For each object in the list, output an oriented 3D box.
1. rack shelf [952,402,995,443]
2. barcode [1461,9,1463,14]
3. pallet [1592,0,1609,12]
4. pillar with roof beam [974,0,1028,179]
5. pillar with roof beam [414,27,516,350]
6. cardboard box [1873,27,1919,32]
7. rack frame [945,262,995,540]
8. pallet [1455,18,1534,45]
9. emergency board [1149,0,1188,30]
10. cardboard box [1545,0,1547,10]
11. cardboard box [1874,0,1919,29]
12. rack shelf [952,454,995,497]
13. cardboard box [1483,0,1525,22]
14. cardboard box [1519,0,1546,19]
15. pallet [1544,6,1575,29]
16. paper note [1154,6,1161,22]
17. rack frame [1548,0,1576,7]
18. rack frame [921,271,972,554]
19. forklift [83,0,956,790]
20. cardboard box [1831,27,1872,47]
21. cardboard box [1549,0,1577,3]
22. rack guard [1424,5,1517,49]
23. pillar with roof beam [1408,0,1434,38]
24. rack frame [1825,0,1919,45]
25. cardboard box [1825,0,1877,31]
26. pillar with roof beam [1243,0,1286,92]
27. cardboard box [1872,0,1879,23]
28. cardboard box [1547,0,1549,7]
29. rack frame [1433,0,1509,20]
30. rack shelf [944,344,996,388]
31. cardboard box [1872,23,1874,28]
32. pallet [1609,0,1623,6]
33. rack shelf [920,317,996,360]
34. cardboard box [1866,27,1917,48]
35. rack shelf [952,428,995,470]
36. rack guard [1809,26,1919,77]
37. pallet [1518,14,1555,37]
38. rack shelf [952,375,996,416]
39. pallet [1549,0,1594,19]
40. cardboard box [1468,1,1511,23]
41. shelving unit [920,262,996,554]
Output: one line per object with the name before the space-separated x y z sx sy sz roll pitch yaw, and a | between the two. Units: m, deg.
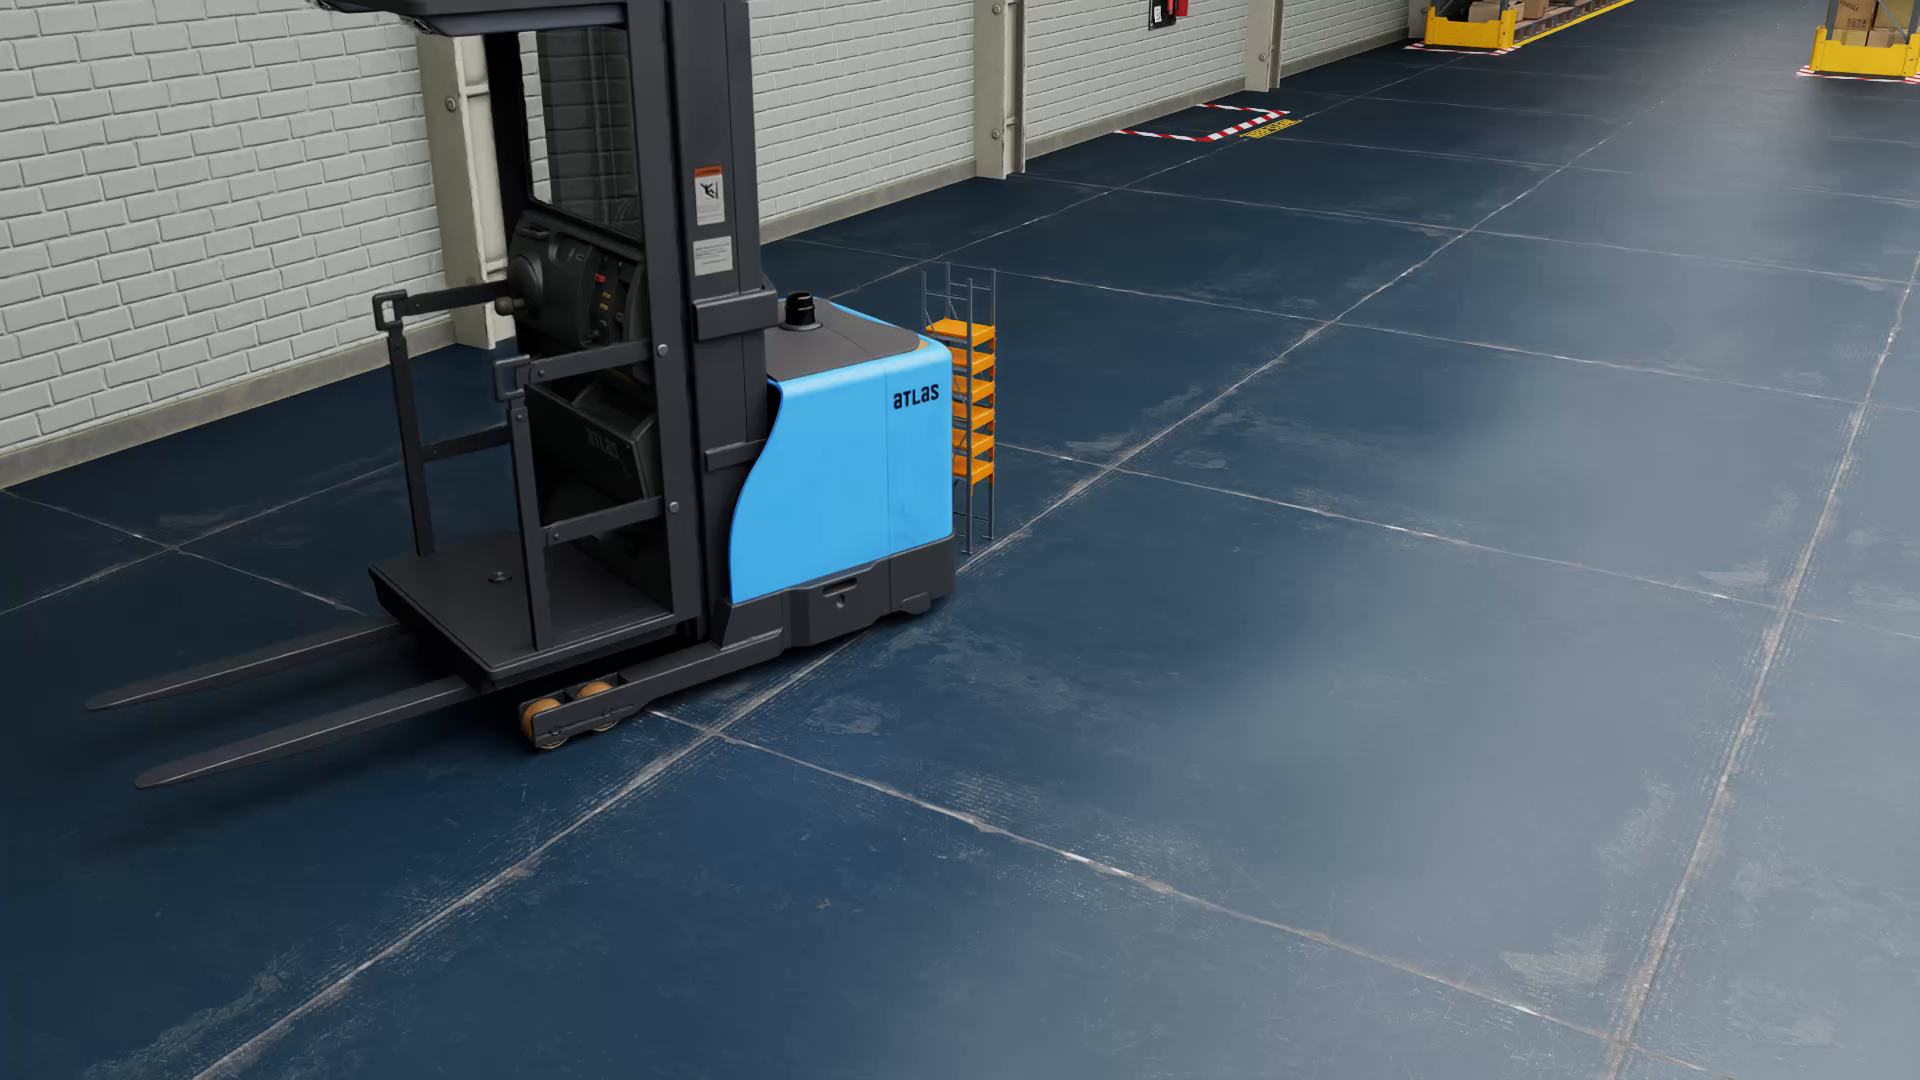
rack shelf | -0.008 -0.505 7.018 0.258 0.103 0.180 14 27 29
barcode | 7.156 -7.537 23.704 0.001 0.075 0.075 14 27 29
pallet | 10.206 -9.007 27.790 1.003 0.211 1.213 14 27 29
pillar with roof beam | 4.006 -6.478 10.888 9.100 9.000 0.400 14 27 29
pillar with roof beam | 0.841 -4.453 6.210 9.100 9.000 0.400 14 27 29
cardboard box | 11.987 -6.458 21.325 0.500 0.250 0.500 14 27 29
rack frame | 0.041 -0.577 7.072 0.240 1.200 0.006 14 27 29
pallet | 7.543 -7.273 23.784 1.003 0.211 1.213 14 27 29
emergency board | 2.178 -5.827 16.933 0.194 1.169 0.643 14 27 29
cardboard box | 8.641 -8.306 25.254 0.500 0.500 0.500 12 26 25
cardboard box | 11.989 -6.802 21.175 0.500 0.500 0.500 14 27 29
rack shelf | -0.008 -0.285 7.113 0.258 0.103 0.180 14 27 29
cardboard box | 7.786 -7.635 23.942 0.500 0.311 0.500 16 28 33
cardboard box | 8.216 -7.959 24.452 0.700 0.500 0.500 12 26 26
pallet | 8.830 -8.096 25.687 1.003 0.211 1.213 14 27 29
paper note | 2.026 -5.377 17.004 0.016 0.148 0.142 14 27 29
rack frame | 9.154 -9.610 25.674 1.000 3.000 0.127 14 27 29
rack frame | -0.056 -0.515 6.929 0.240 1.200 0.006 14 27 29
forklift | -1.484 -0.875 5.583 3.031 2.935 1.130 -18 29 -35
cardboard box | 11.287 -6.397 21.184 0.500 0.250 0.500 14 27 29
cardboard box | 9.528 -8.917 26.665 0.700 0.500 0.500 15 28 31
rack guard | 7.084 -7.139 23.111 1.175 0.500 0.348 14 27 29
pillar with roof beam | 10.336 -10.529 20.244 9.100 9.000 0.400 14 27 29
rack frame | 11.255 -7.223 20.160 1.000 3.000 0.127 14 27 29
cardboard box | 11.285 -6.742 21.036 0.500 0.500 0.500 14 27 29
pillar with roof beam | 7.171 -8.504 15.566 9.100 9.000 0.400 14 27 29
cardboard box | 11.800 -7.082 21.823 0.500 0.500 0.500 14 27 29
cardboard box | 8.898 -8.325 25.717 0.380 0.166 0.250 10 25 22
rack frame | 7.044 -8.260 22.555 1.000 3.000 0.127 14 27 29
rack shelf | -0.008 -0.725 6.923 0.258 0.103 0.180 14 27 29
cardboard box | 11.540 -6.568 21.579 0.500 0.250 0.500 14 27 29
pallet | 10.851 -9.417 28.738 1.003 0.211 1.213 14 27 29
rack shelf | -0.008 -0.835 6.875 0.258 0.103 0.180 14 27 29
cardboard box | 11.727 -6.289 20.933 0.500 0.250 0.500 14 27 29
rack shelf | -0.008 -0.395 7.066 0.258 0.103 0.180 14 27 29
rack guard | 11.242 -6.068 20.638 1.175 0.500 0.348 14 27 29
pallet | 8.187 -7.683 24.732 1.003 0.211 1.213 14 27 29
rack shelf | -0.008 -0.615 6.970 0.258 0.103 0.180 14 27 29
pallet | 9.564 -8.594 26.835 1.003 0.211 1.213 14 27 29
cardboard box | 7.486 -7.443 23.498 0.500 0.311 0.500 11 26 23
shelving unit | -0.008 -0.546 7.000 0.258 1.200 0.189 14 27 29
